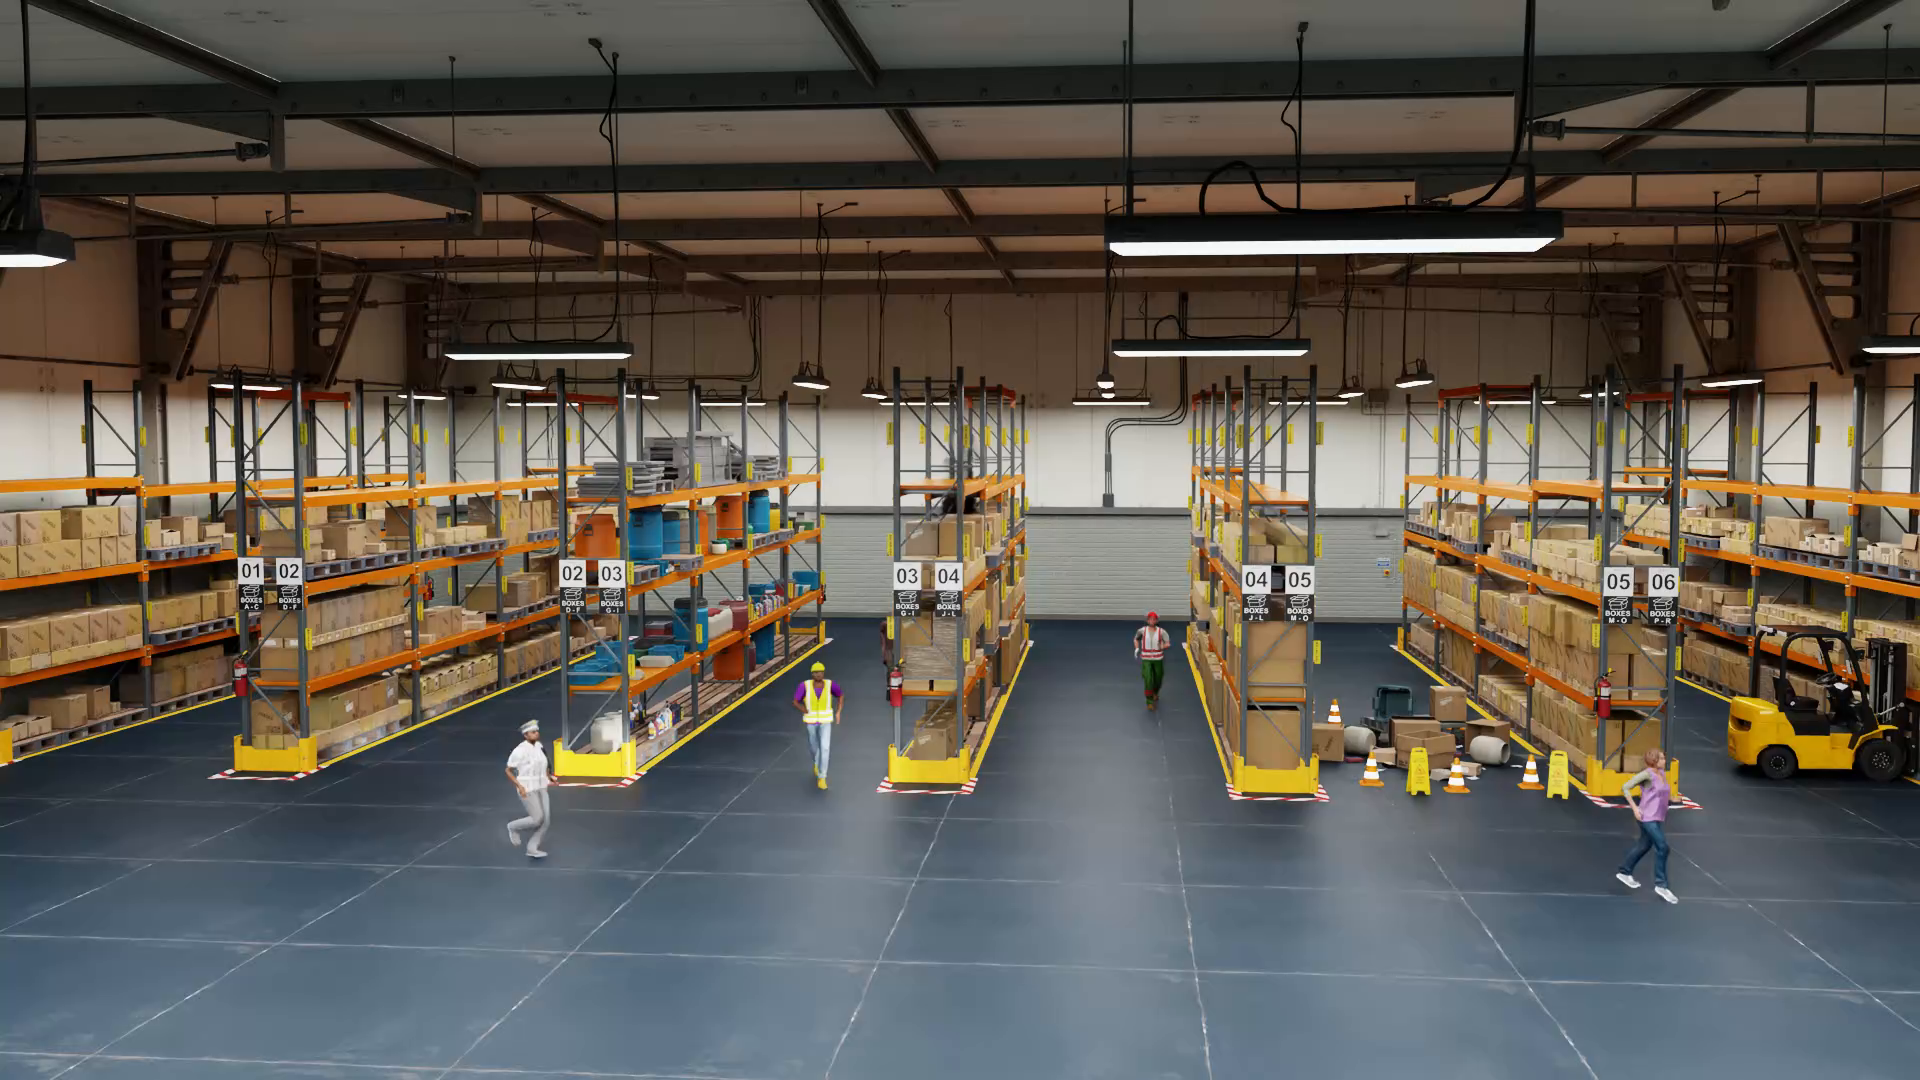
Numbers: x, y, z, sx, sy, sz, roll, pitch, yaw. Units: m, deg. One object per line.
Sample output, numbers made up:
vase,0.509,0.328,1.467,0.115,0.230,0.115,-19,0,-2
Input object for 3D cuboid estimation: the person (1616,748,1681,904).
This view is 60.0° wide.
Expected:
person,7.500,3.066,18.088,0.724,1.631,0.526,3,5,44

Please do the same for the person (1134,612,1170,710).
person,3.528,2.201,30.548,0.665,1.767,0.980,0,4,3

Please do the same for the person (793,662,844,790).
person,-2.047,2.637,24.010,0.735,1.766,0.916,0,4,-3

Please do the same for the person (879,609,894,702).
person,-1.223,2.174,31.556,0.613,1.815,0.909,0,4,-7

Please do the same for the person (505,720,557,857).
person,-5.089,2.953,19.799,0.551,1.646,0.589,2,4,29
